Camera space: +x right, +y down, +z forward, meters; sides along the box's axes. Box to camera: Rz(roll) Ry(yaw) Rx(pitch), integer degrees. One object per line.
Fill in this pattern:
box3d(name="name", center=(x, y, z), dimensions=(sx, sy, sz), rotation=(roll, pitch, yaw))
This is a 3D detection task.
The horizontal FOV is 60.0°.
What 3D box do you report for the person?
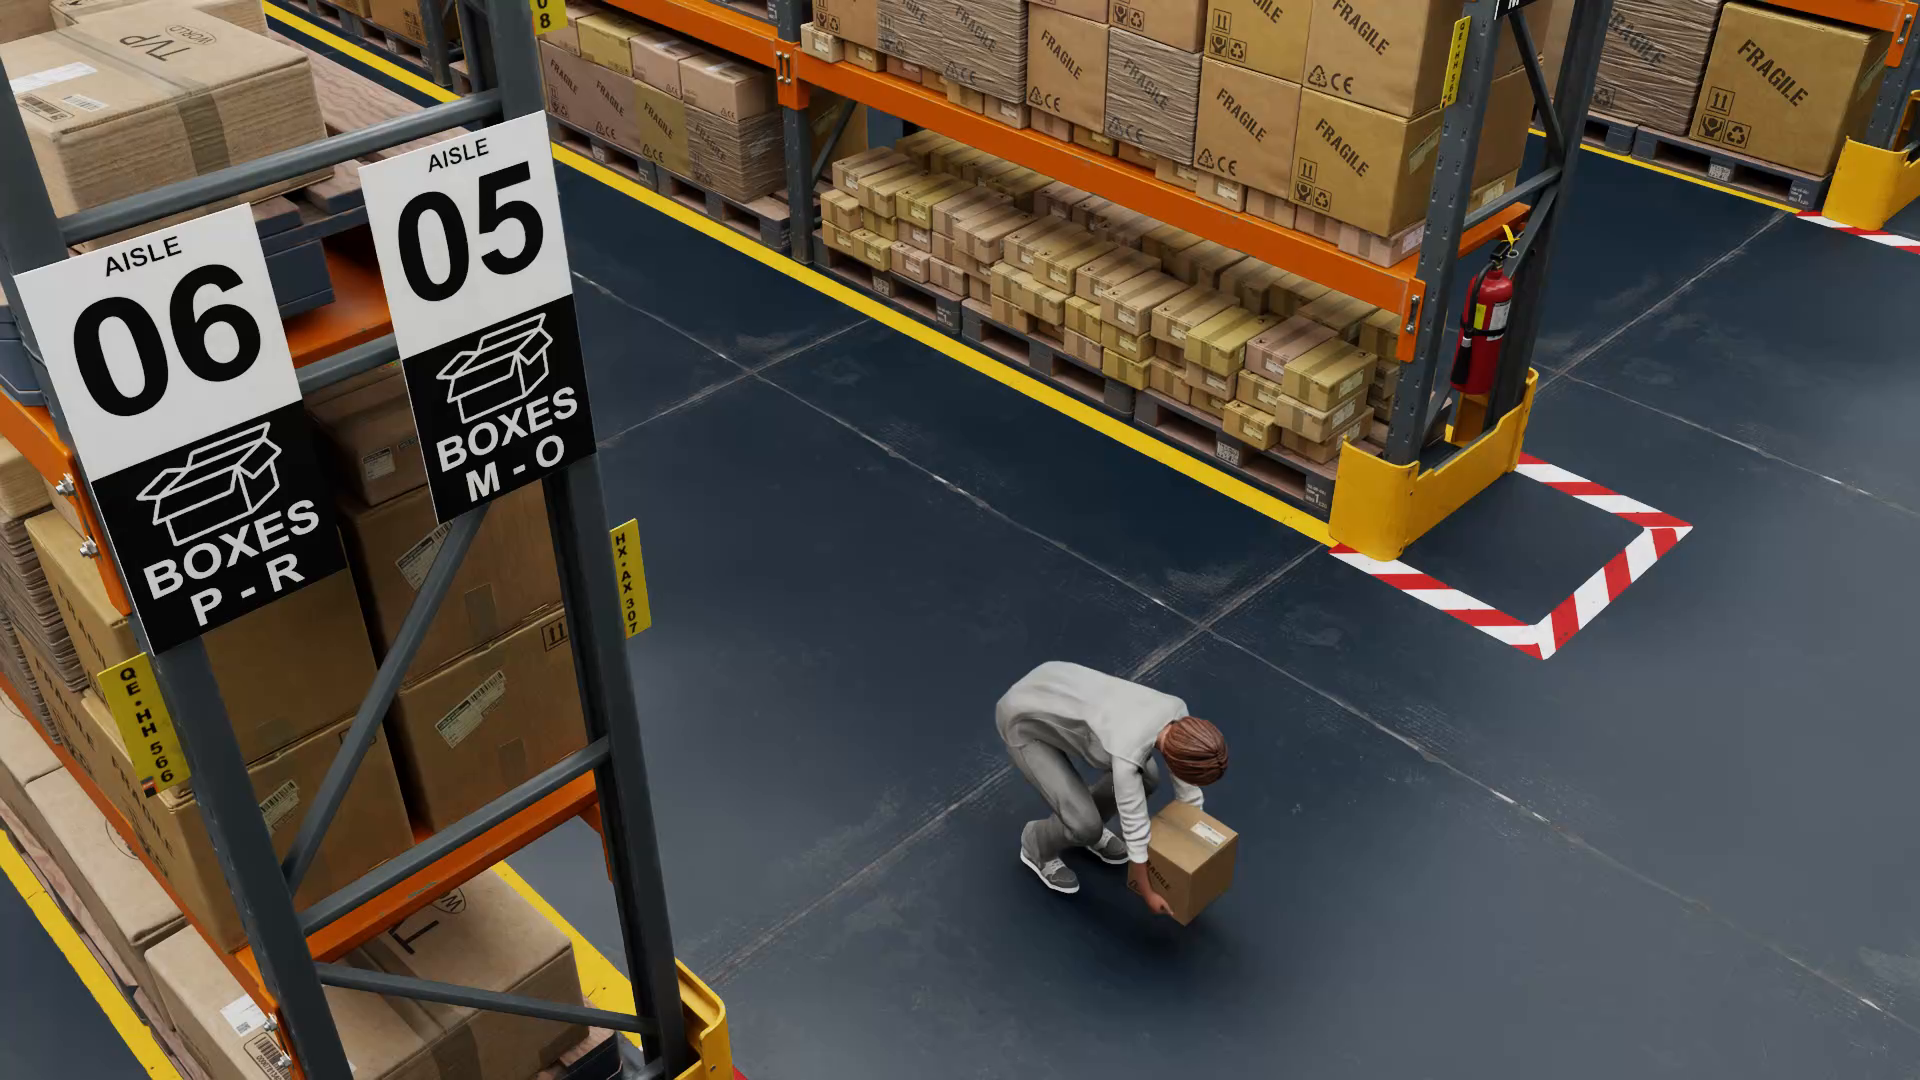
box3d(name="person", center=(0.496, 0.829, 5.610), dimensions=(0.854, 0.897, 0.424), rotation=(28, 45, 33))
